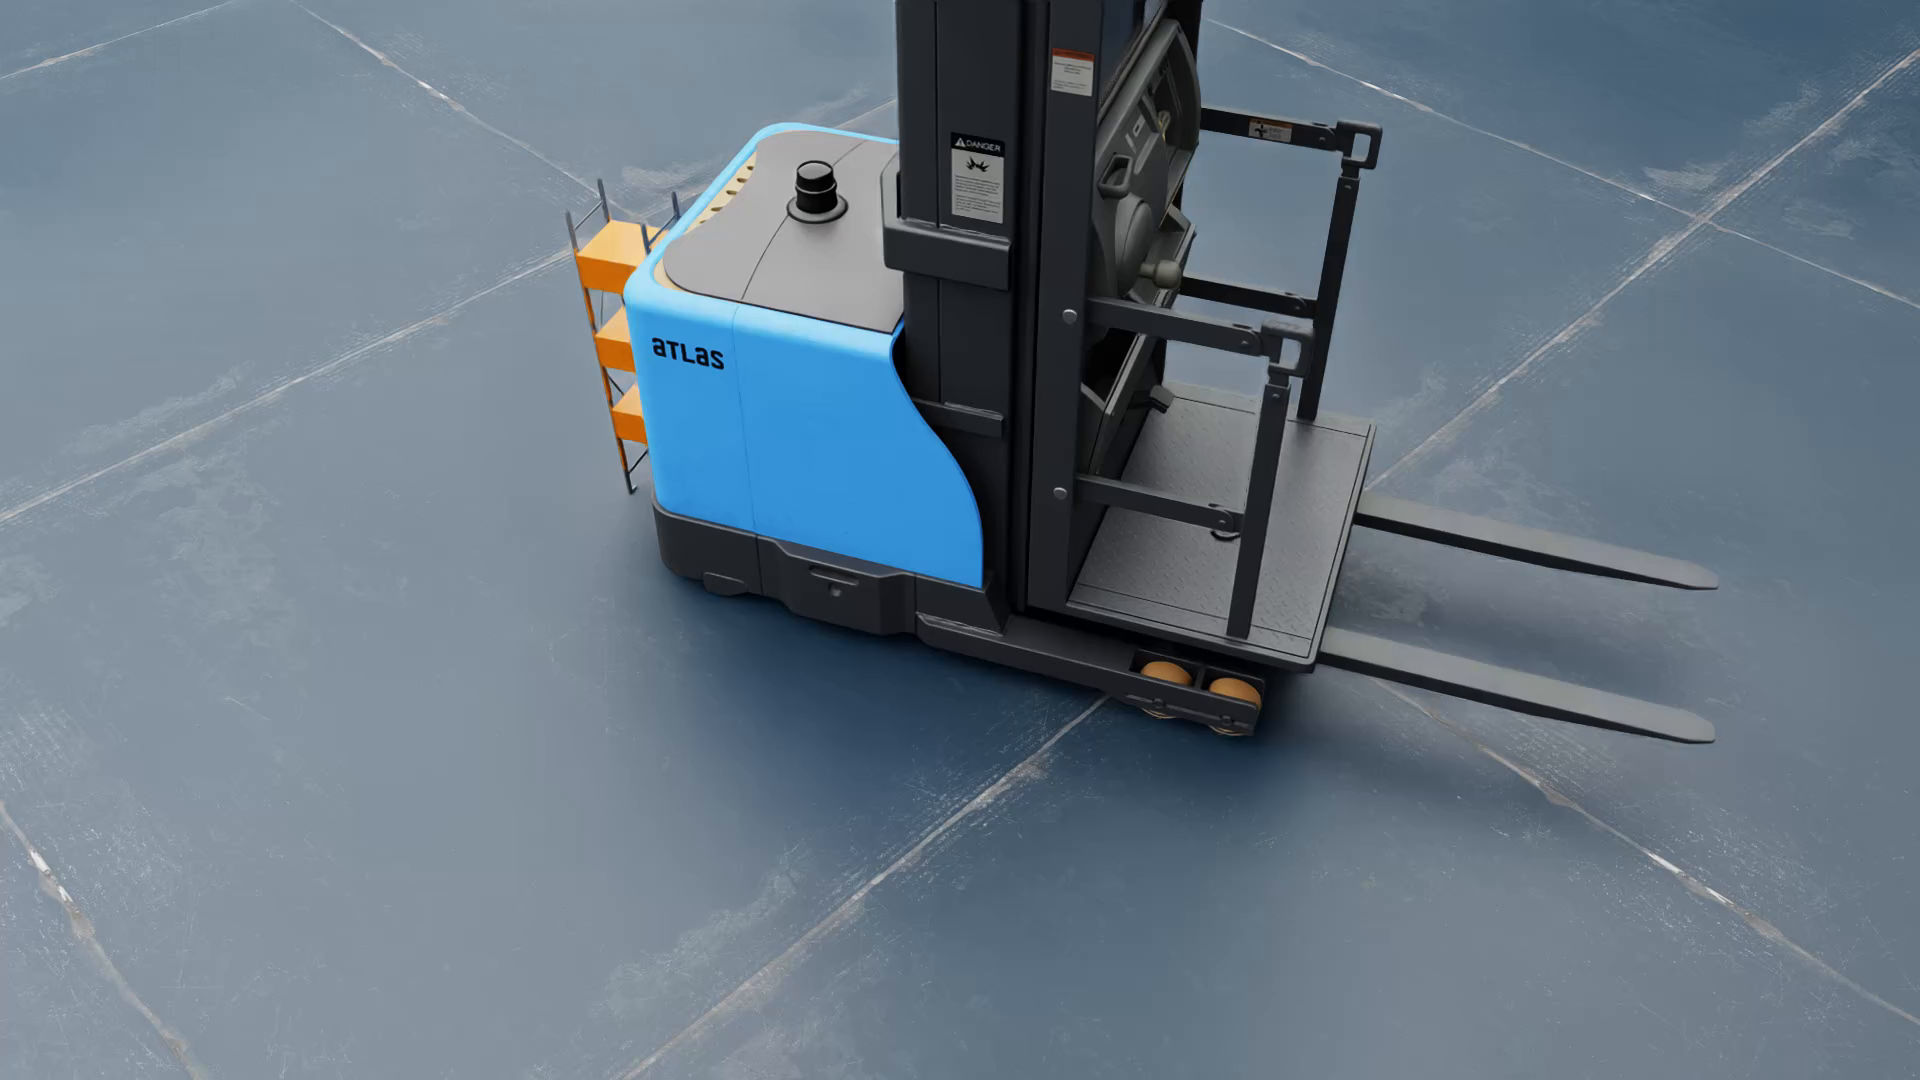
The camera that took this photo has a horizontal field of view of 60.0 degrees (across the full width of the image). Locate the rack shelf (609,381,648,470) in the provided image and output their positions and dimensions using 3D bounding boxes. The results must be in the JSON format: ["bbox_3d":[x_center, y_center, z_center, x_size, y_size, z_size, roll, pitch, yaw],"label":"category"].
[{"bbox_3d":[-0.936,-0.362,5.285,0.240,0.259,0.215,13,44,17],"label":"rack shelf"}]

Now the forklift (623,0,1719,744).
[{"bbox_3d":[0.657,-0.937,4.105,3.031,2.935,1.130,13,44,14],"label":"forklift"}]

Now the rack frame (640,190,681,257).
[{"bbox_3d":[-0.833,-0.551,5.058,0.008,1.050,0.200,13,44,17],"label":"rack frame"}]

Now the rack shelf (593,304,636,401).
[{"bbox_3d":[-0.947,-0.569,5.100,0.240,0.259,0.215,13,44,17],"label":"rack shelf"}]

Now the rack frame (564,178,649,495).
[{"bbox_3d":[-1.062,-0.602,5.128,0.008,1.050,0.200,13,44,17],"label":"rack frame"}]

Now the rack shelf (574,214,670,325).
[{"bbox_3d":[-0.959,-0.780,4.911,0.240,0.259,0.215,13,44,17],"label":"rack shelf"}]

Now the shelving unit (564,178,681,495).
[{"bbox_3d":[-0.947,-0.577,5.093,0.252,1.050,0.215,13,44,17],"label":"shelving unit"}]
